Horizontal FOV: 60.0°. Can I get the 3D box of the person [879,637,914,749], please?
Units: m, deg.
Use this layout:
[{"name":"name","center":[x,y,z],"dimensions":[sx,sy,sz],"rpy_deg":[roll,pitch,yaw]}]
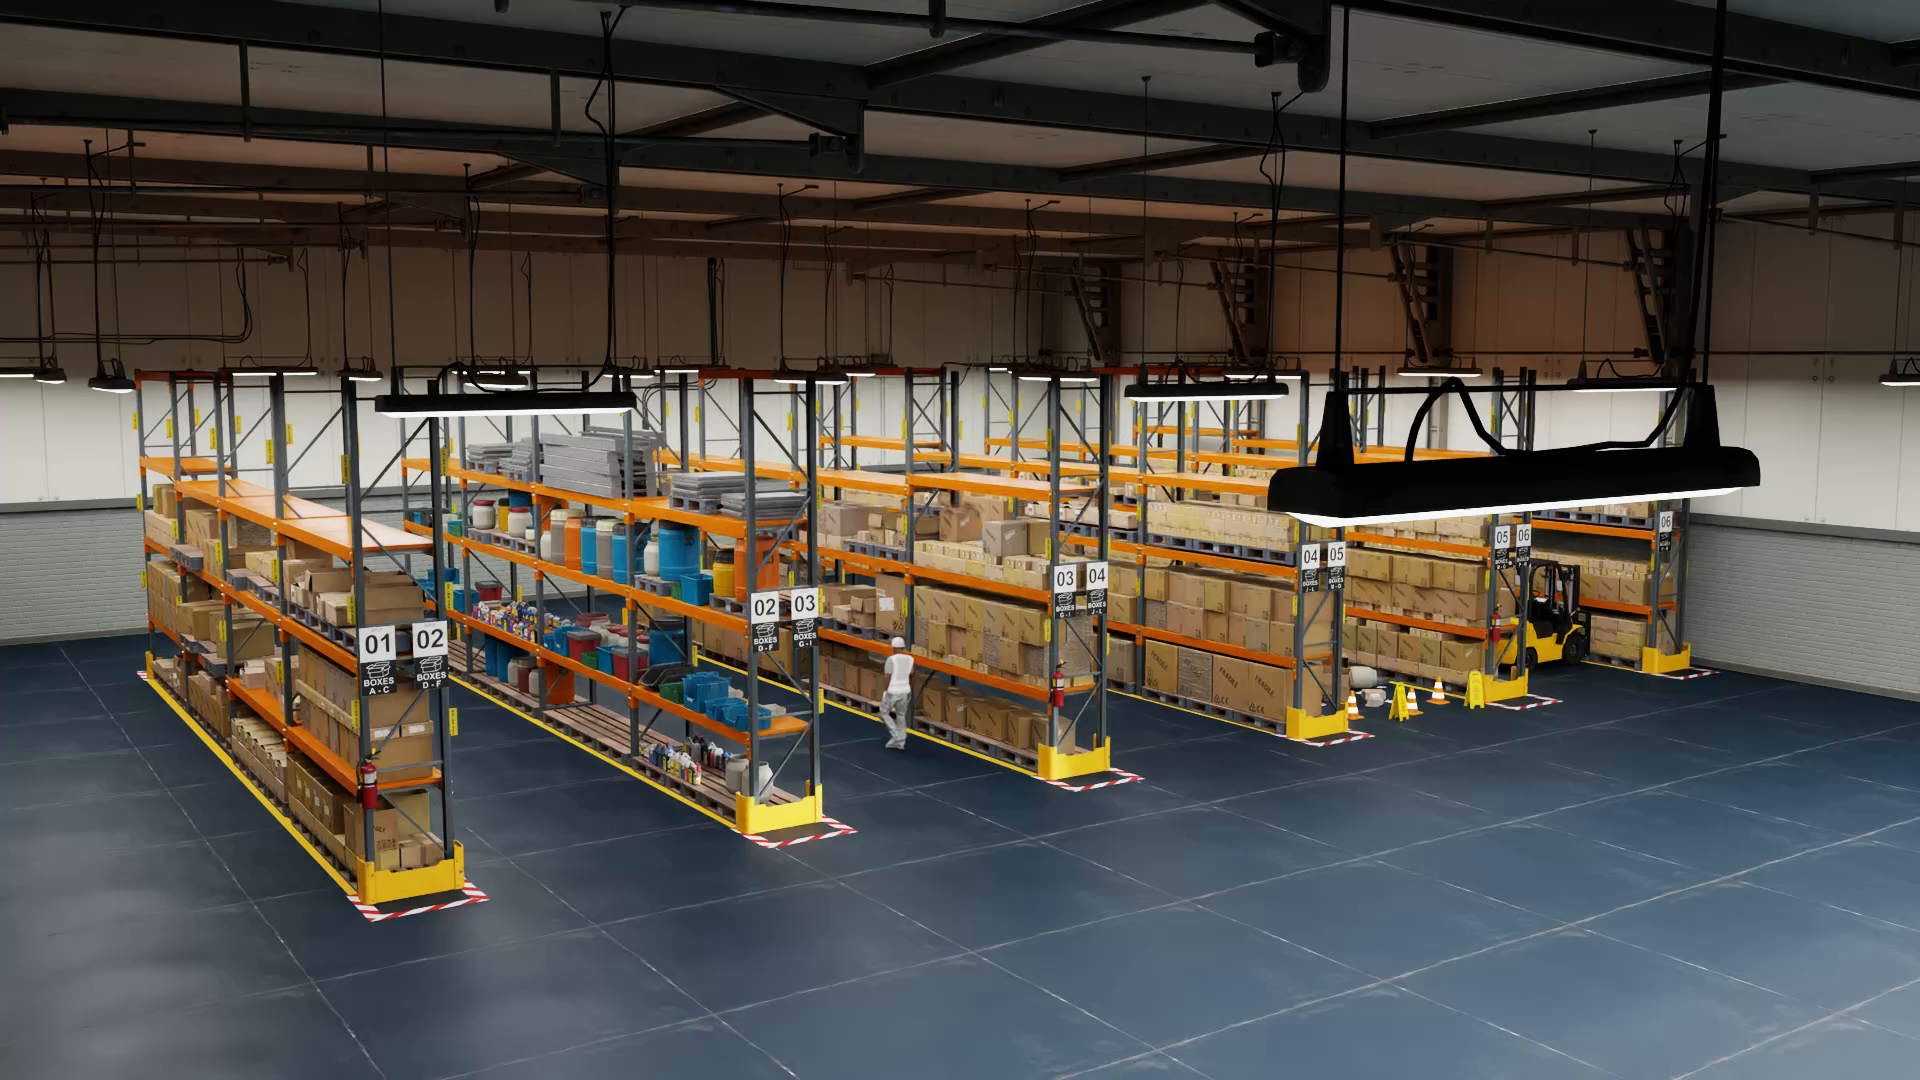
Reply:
[{"name":"person","center":[-0.990,2.443,26.553],"dimensions":[0.605,1.782,0.457],"rpy_deg":[-5,8,-36]}]
